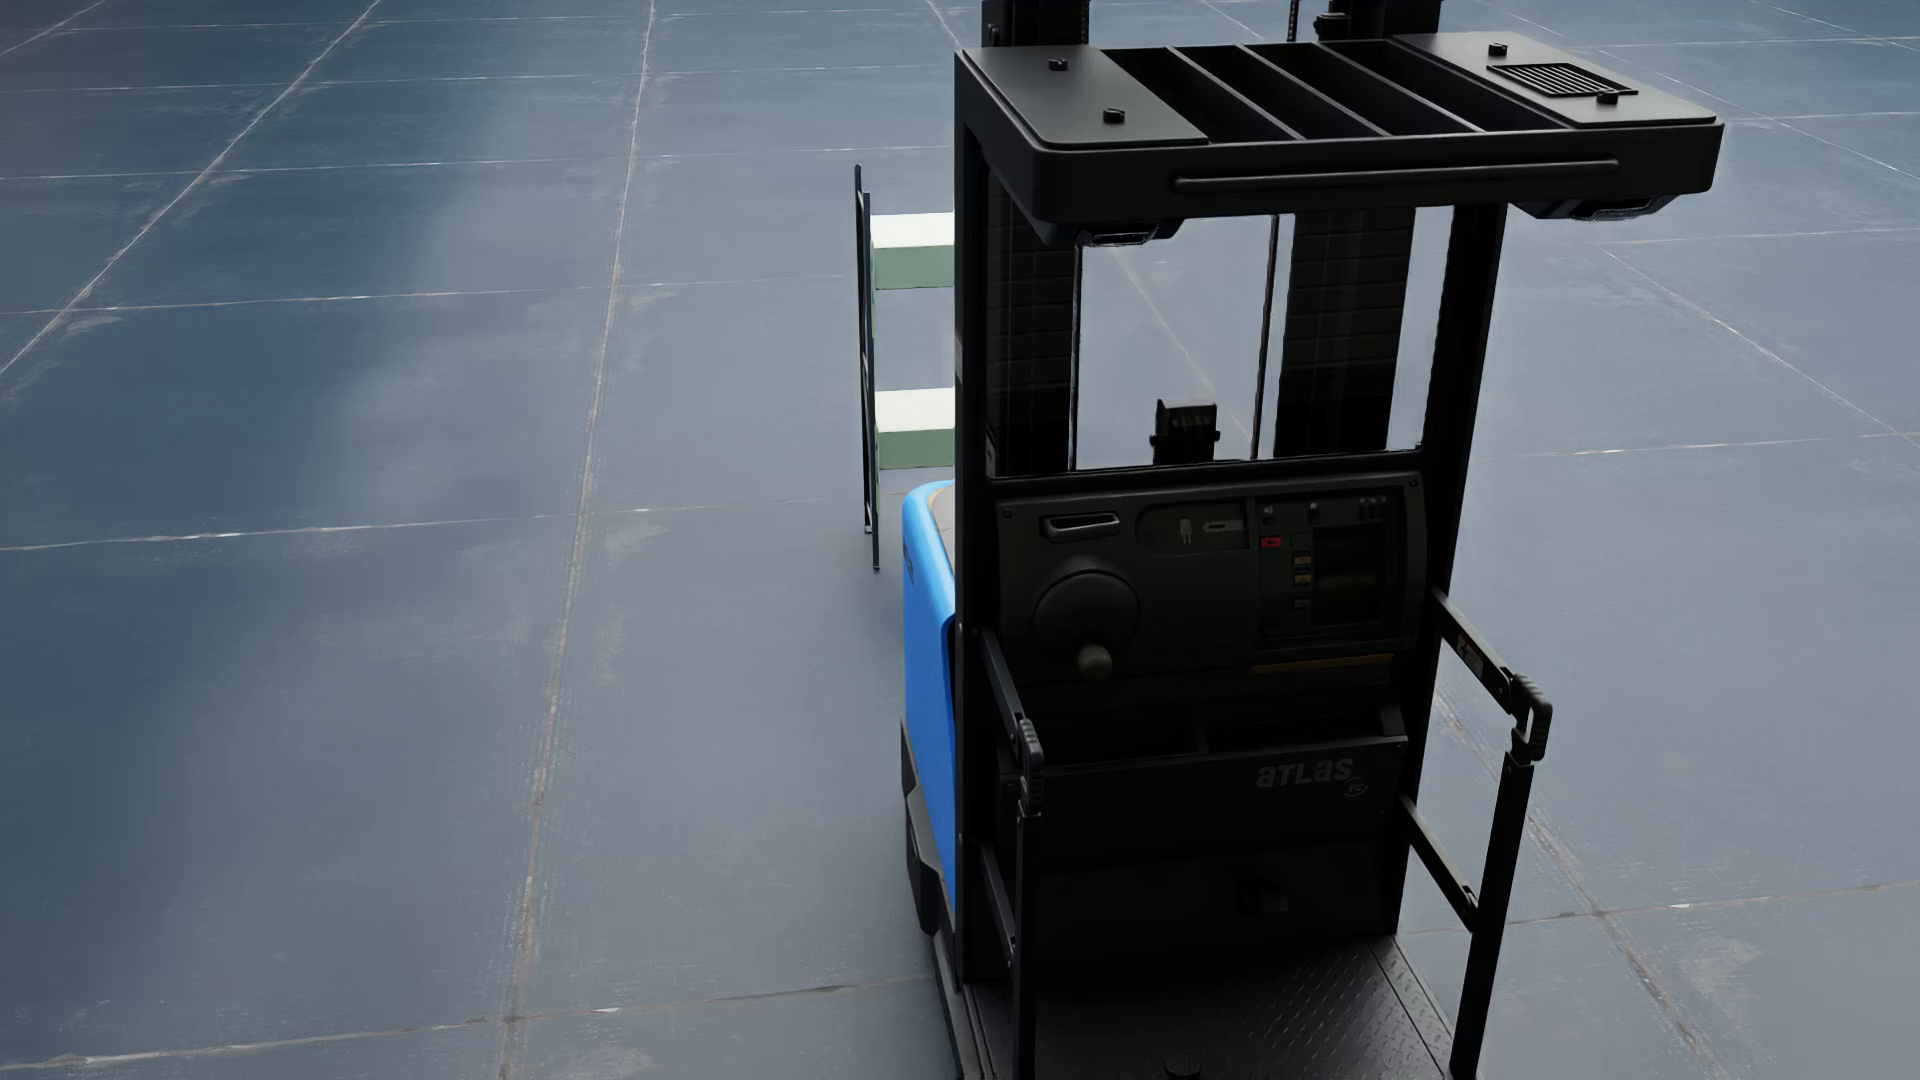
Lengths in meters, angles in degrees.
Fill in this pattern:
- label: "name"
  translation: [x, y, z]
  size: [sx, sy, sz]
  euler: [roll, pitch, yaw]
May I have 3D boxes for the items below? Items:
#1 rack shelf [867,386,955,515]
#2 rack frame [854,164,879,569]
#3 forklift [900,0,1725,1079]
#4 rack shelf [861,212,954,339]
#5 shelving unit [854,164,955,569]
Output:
- label: "rack shelf"
  translation: [0.007, -0.378, 6.557]
  size: [0.720, 0.370, 0.431]
  euler: [-4, 27, -7]
- label: "rack frame"
  translation: [-0.356, -0.644, 6.363]
  size: [0.023, 1.500, 0.400]
  euler: [-4, 27, -7]
- label: "forklift"
  translation: [0.573, 0.112, 3.320]
  size: [1.130, 2.935, 3.031]
  euler: [-4, 27, -8]
- label: "rack shelf"
  translation: [0.007, -1.015, 6.230]
  size: [0.720, 0.370, 0.431]
  euler: [-4, 27, -7]
- label: "shelving unit"
  translation: [0.007, -0.668, 6.408]
  size: [0.755, 1.500, 0.431]
  euler: [-4, 27, -7]
